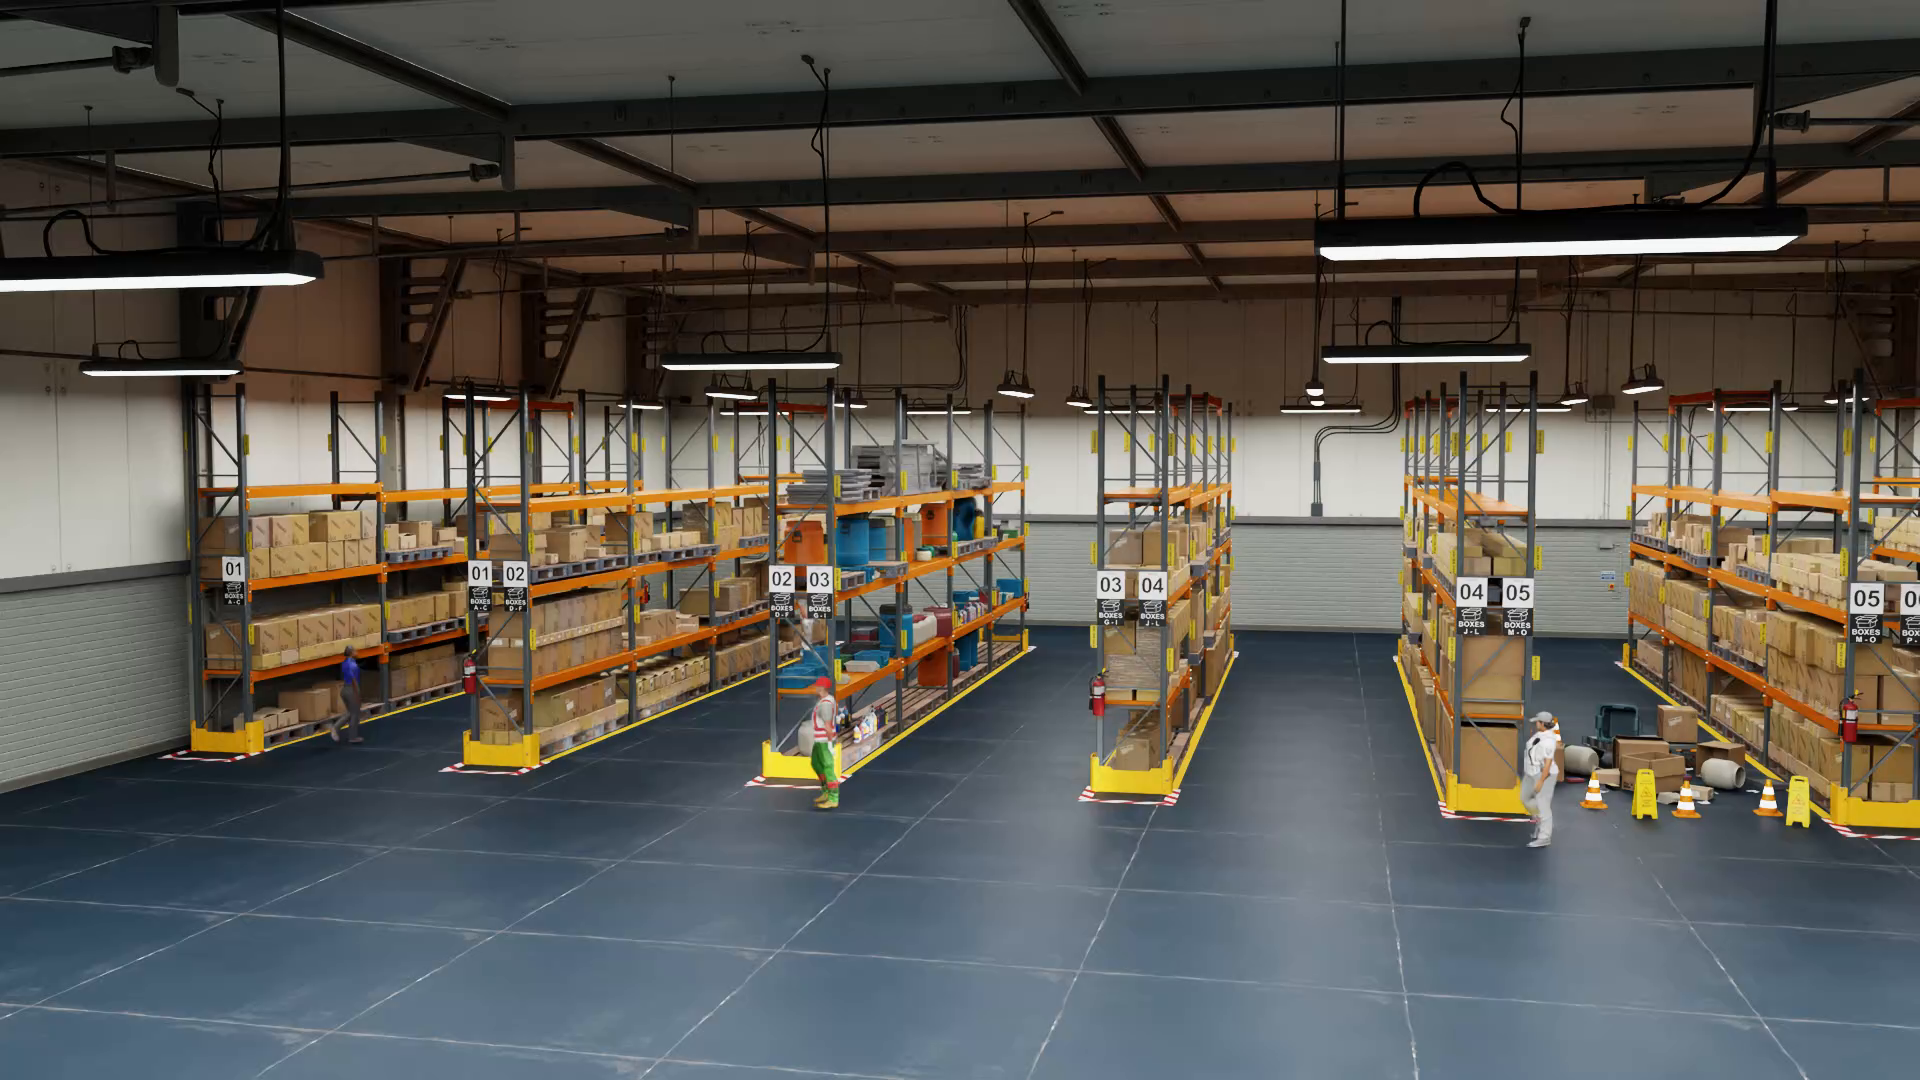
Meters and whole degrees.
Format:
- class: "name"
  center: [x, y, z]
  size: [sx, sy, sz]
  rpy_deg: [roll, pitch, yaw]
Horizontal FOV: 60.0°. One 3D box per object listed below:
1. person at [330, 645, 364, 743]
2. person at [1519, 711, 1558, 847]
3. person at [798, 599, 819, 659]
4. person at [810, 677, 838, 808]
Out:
- class: "person"
  center: [-10.214, 2.586, 27.766]
  size: [0.453, 1.635, 0.555]
  rpy_deg: [3, 4, 43]
- class: "person"
  center: [7.274, 2.977, 20.871]
  size: [0.430, 1.679, 0.582]
  rpy_deg: [0, 3, -5]
- class: "person"
  center: [-3.301, 1.747, 36.225]
  size: [0.462, 1.802, 0.580]
  rpy_deg: [0, 3, -4]
- class: "person"
  center: [-1.881, 2.773, 23.010]
  size: [0.368, 1.788, 0.668]
  rpy_deg: [0, 3, -8]
